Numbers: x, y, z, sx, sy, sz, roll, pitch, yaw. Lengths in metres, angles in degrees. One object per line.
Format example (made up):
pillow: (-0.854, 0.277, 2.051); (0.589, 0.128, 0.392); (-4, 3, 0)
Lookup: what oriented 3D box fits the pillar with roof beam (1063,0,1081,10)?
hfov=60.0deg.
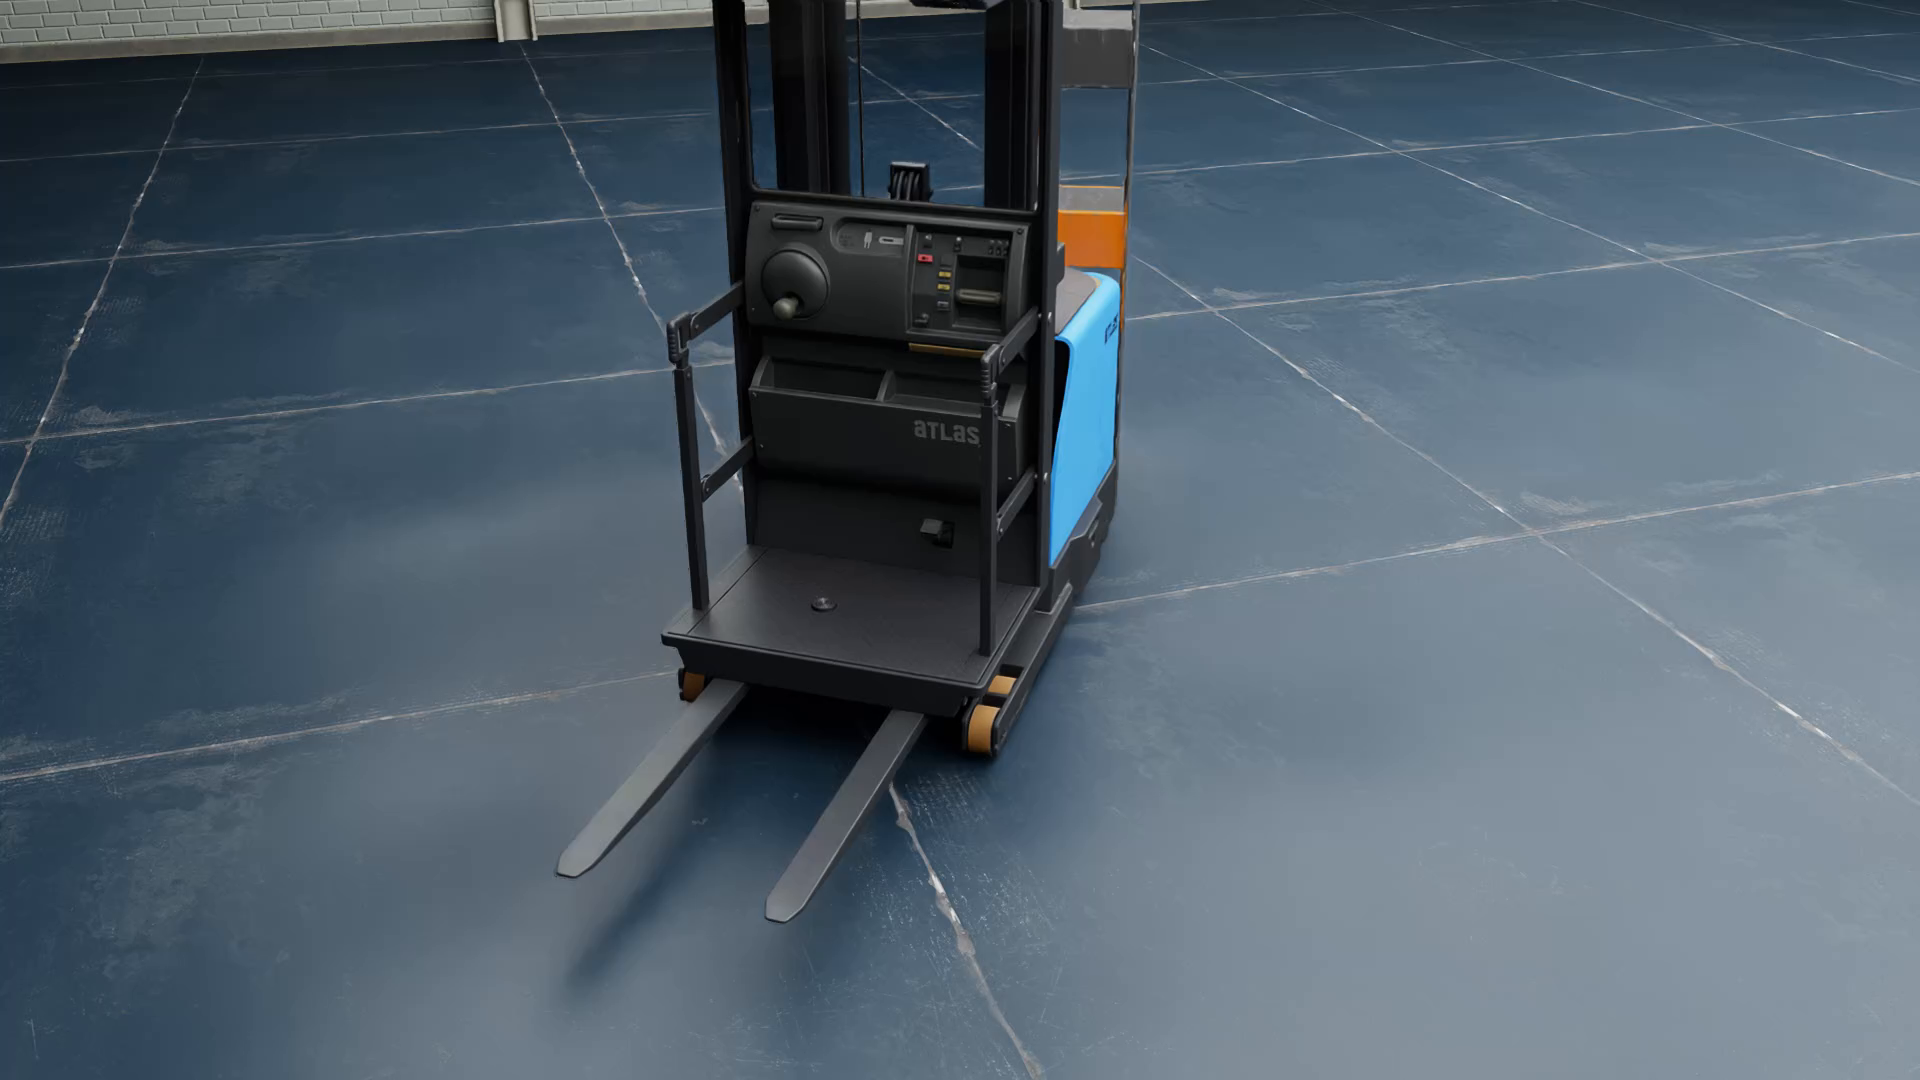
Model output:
pillar with roof beam: (2.456, -8.222, 13.192); (0.400, 9.000, 9.100); (-8, 28, -16)

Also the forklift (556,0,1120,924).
forklift: (-0.305, -0.817, 5.099); (1.130, 2.935, 3.031); (8, 28, 16)

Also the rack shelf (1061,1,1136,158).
rack shelf: (0.431, -1.800, 6.470); (0.480, 0.518, 0.431); (2, 26, 4)

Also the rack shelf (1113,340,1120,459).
rack shelf: (0.430, -0.546, 7.093); (0.480, 0.518, 0.431); (2, 26, 4)

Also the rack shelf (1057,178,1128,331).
rack shelf: (0.431, -1.173, 6.781); (0.480, 0.518, 0.431); (2, 26, 4)

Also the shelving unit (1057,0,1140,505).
shelving unit: (0.431, -1.185, 6.775); (0.503, 2.100, 0.431); (2, 26, 4)

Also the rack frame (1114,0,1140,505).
rack frame: (0.674, -1.176, 6.757); (0.015, 2.100, 0.400); (2, 26, 4)

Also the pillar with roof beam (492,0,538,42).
pillar with roof beam: (-3.249, -7.396, 11.527); (0.400, 9.000, 9.100); (-8, 28, -16)
